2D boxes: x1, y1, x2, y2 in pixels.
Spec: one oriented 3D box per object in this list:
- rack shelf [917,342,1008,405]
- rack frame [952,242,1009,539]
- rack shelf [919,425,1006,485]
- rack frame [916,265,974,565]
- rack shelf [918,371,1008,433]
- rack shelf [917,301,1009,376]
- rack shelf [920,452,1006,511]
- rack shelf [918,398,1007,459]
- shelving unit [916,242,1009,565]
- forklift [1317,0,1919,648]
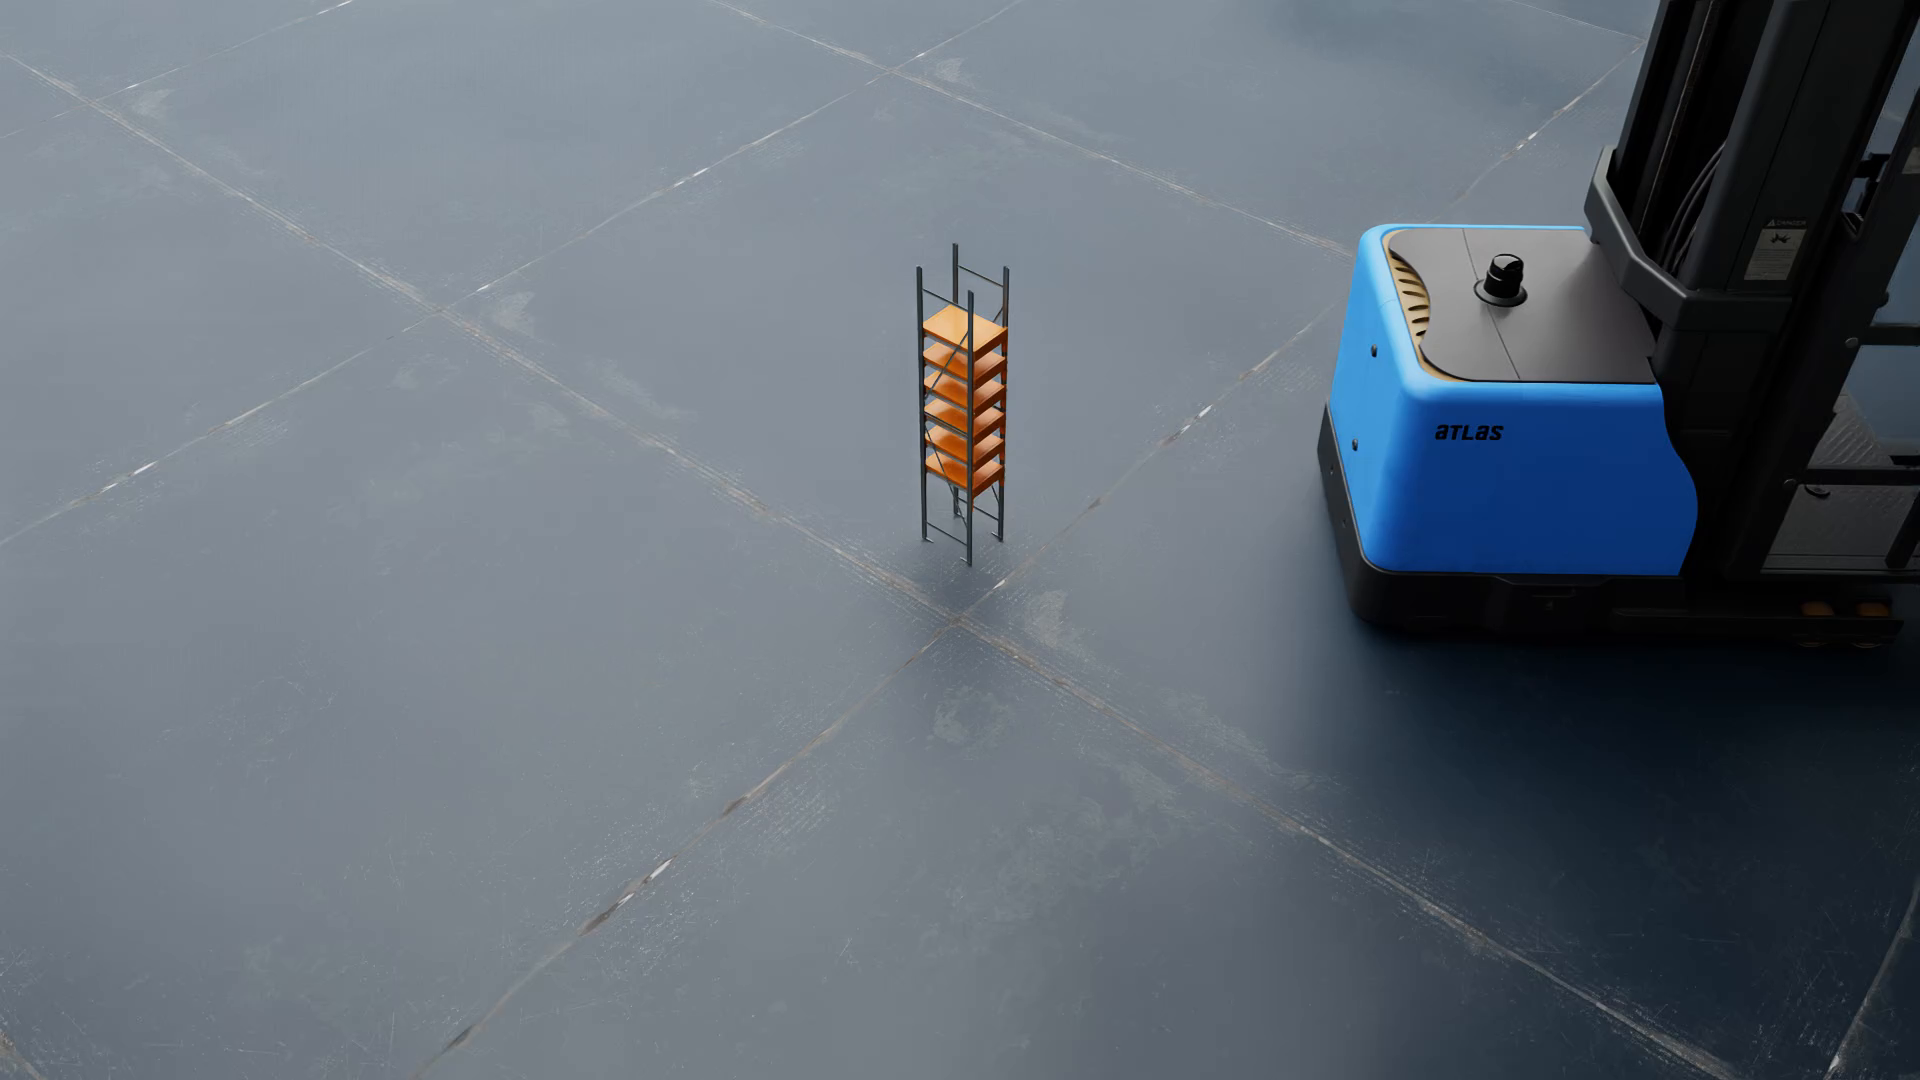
[{"bbox_3d":[0.009,-0.596,5.723,0.258,0.103,0.180,29,50,28],"label":"rack shelf"},{"bbox_3d":[0.068,-0.498,5.906,0.240,1.200,0.006,29,50,28],"label":"rack frame"},{"bbox_3d":[0.009,-0.330,5.965,0.258,0.103,0.180,29,50,28],"label":"rack shelf"},{"bbox_3d":[-0.050,-0.404,5.803,0.240,1.200,0.006,29,50,28],"label":"rack frame"},{"bbox_3d":[0.009,-0.507,5.804,0.258,0.103,0.180,29,50,28],"label":"rack shelf"},{"bbox_3d":[0.009,-0.685,5.642,0.258,0.103,0.180,29,50,28],"label":"rack shelf"},{"bbox_3d":[0.009,-0.241,6.046,0.258,0.103,0.180,29,50,28],"label":"rack shelf"},{"bbox_3d":[0.009,-0.419,5.884,0.258,0.103,0.180,29,50,28],"label":"rack shelf"},{"bbox_3d":[0.009,-0.451,5.855,0.258,1.200,0.189,29,50,28],"label":"shelving unit"},{"bbox_3d":[2.905,-1.070,5.248,3.031,2.935,1.130,1,42,1],"label":"forklift"}]
